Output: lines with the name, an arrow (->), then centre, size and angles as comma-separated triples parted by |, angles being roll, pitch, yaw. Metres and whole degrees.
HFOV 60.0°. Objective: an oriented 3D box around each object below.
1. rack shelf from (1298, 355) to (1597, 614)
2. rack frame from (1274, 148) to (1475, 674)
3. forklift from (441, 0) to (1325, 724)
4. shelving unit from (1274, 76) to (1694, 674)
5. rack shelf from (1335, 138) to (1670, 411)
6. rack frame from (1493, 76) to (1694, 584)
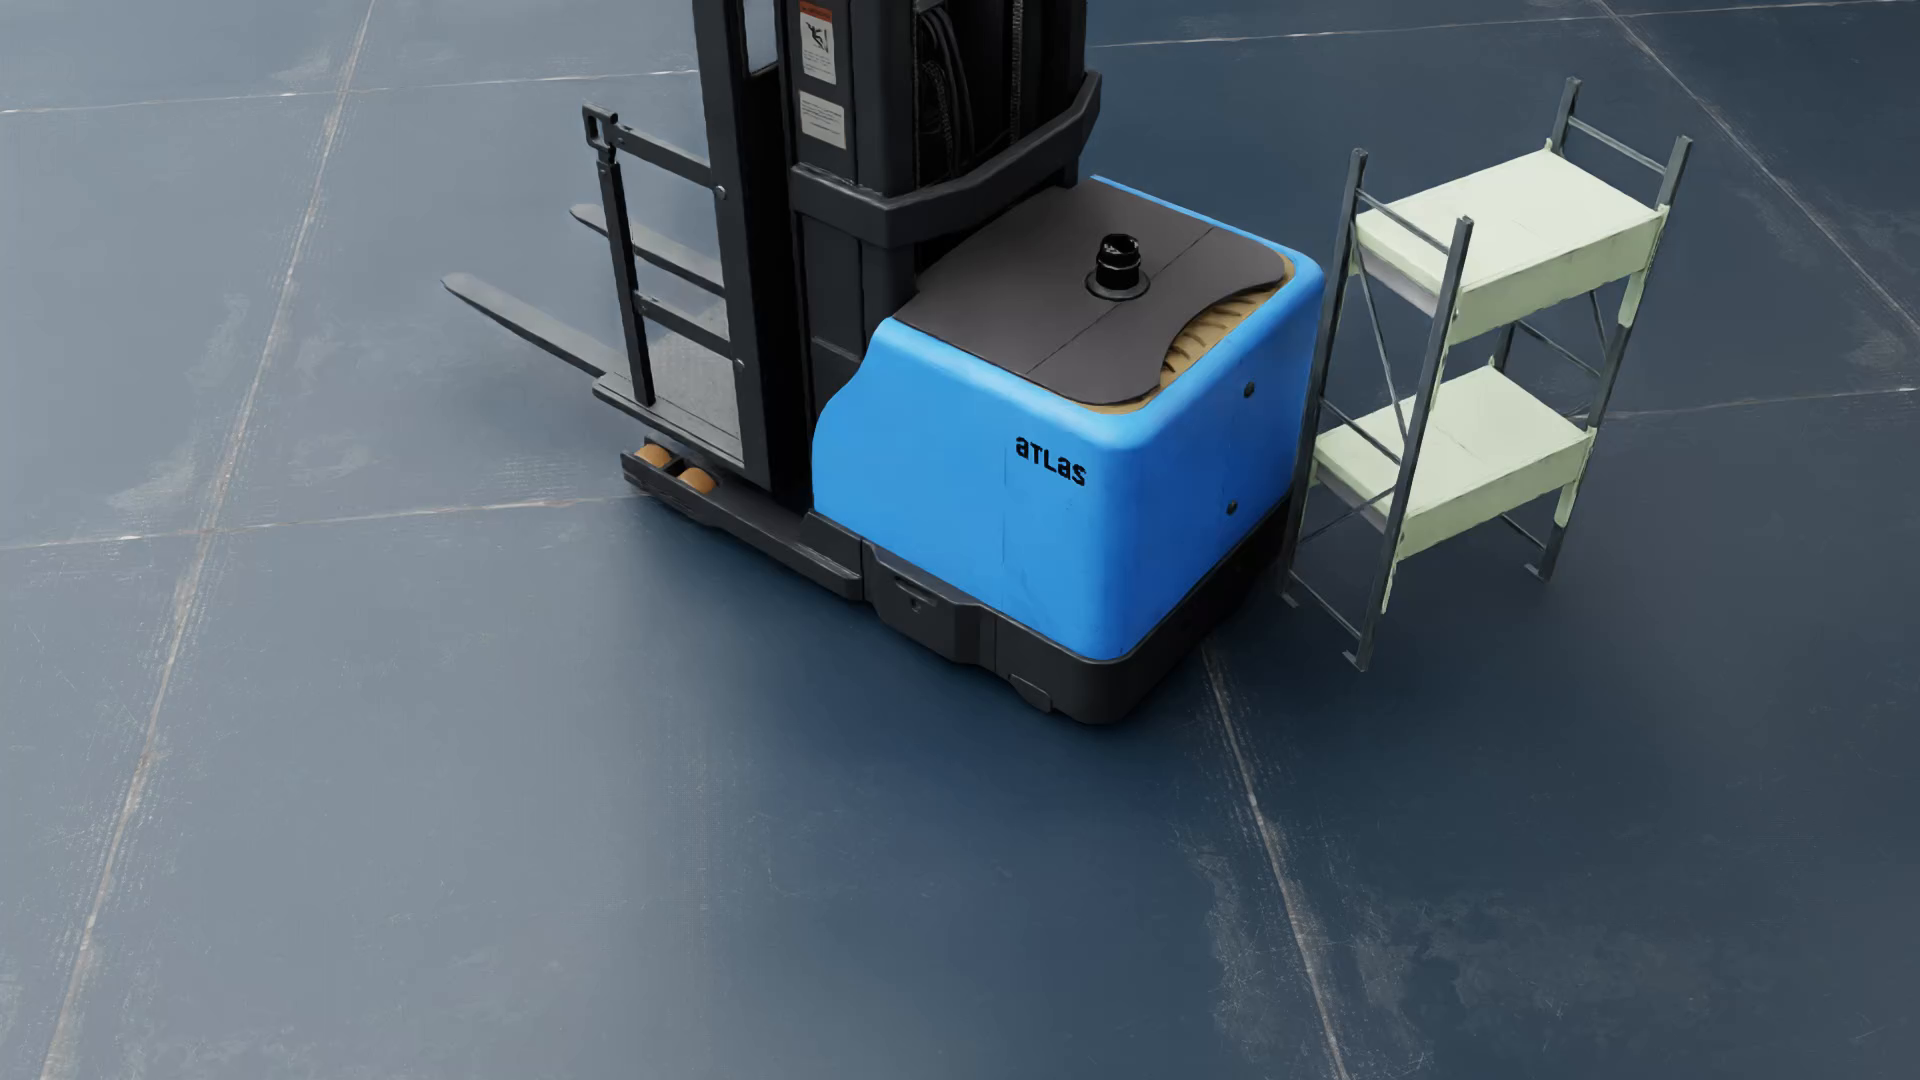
rack shelf -> 1.385, -0.171, 4.807 | 0.720, 0.370, 0.431 | -22, 46, -22
rack frame -> 1.072, -0.287, 4.449 | 0.023, 1.500, 0.400 | -22, 46, -22
forklift -> -0.466, -1.402, 4.616 | 3.031, 2.935, 1.130 | 28, 49, 27
shelving unit -> 1.385, -0.414, 4.589 | 0.755, 1.500, 0.431 | -22, 46, -22
rack shelf -> 1.385, -0.703, 4.327 | 0.720, 0.370, 0.431 | -22, 46, -22
rack frame -> 1.699, -0.540, 4.729 | 0.023, 1.500, 0.400 | -22, 46, -22
